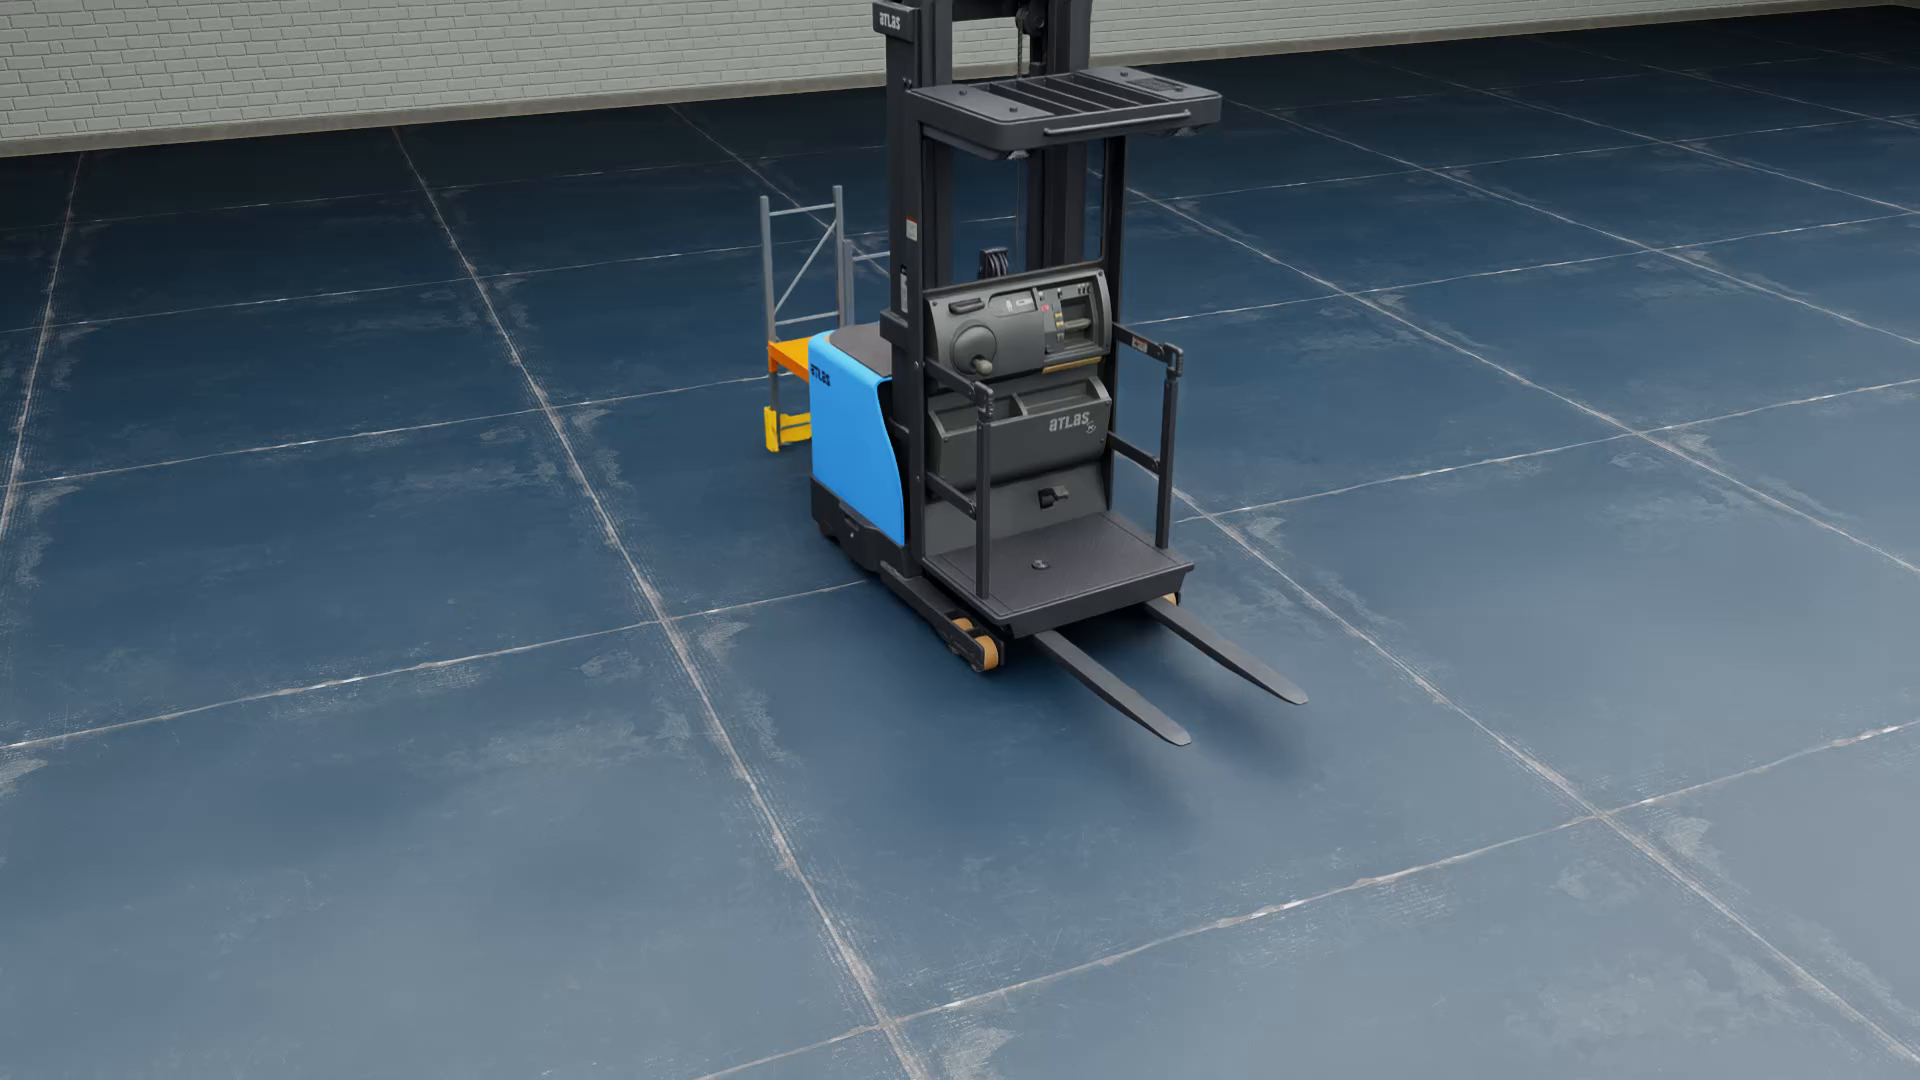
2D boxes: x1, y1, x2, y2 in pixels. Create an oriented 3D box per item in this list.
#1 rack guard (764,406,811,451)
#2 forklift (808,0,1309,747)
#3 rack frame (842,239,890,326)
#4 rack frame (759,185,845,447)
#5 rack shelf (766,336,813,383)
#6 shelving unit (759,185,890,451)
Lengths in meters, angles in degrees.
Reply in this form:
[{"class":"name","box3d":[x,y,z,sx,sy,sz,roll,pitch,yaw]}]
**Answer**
[{"class":"rack guard","box3d":[-0.883,-0.716,9.932,0.587,0.250,0.087,-14,30,-27]},{"class":"forklift","box3d":[0.391,-0.949,7.353,1.130,2.935,3.031,-14,30,-27]},{"class":"rack frame","box3d":[-0.377,-0.901,8.886,0.500,1.500,0.032,-14,30,-27]},{"class":"rack frame","box3d":[-0.893,-1.285,9.673,0.500,1.500,0.032,-14,30,-27]},{"class":"rack shelf","box3d":[-0.635,-0.931,9.358,0.538,0.185,1.000,-14,30,-27]},{"class":"shelving unit","box3d":[-0.630,-1.090,9.272,0.587,1.500,1.083,-14,30,-27]}]
